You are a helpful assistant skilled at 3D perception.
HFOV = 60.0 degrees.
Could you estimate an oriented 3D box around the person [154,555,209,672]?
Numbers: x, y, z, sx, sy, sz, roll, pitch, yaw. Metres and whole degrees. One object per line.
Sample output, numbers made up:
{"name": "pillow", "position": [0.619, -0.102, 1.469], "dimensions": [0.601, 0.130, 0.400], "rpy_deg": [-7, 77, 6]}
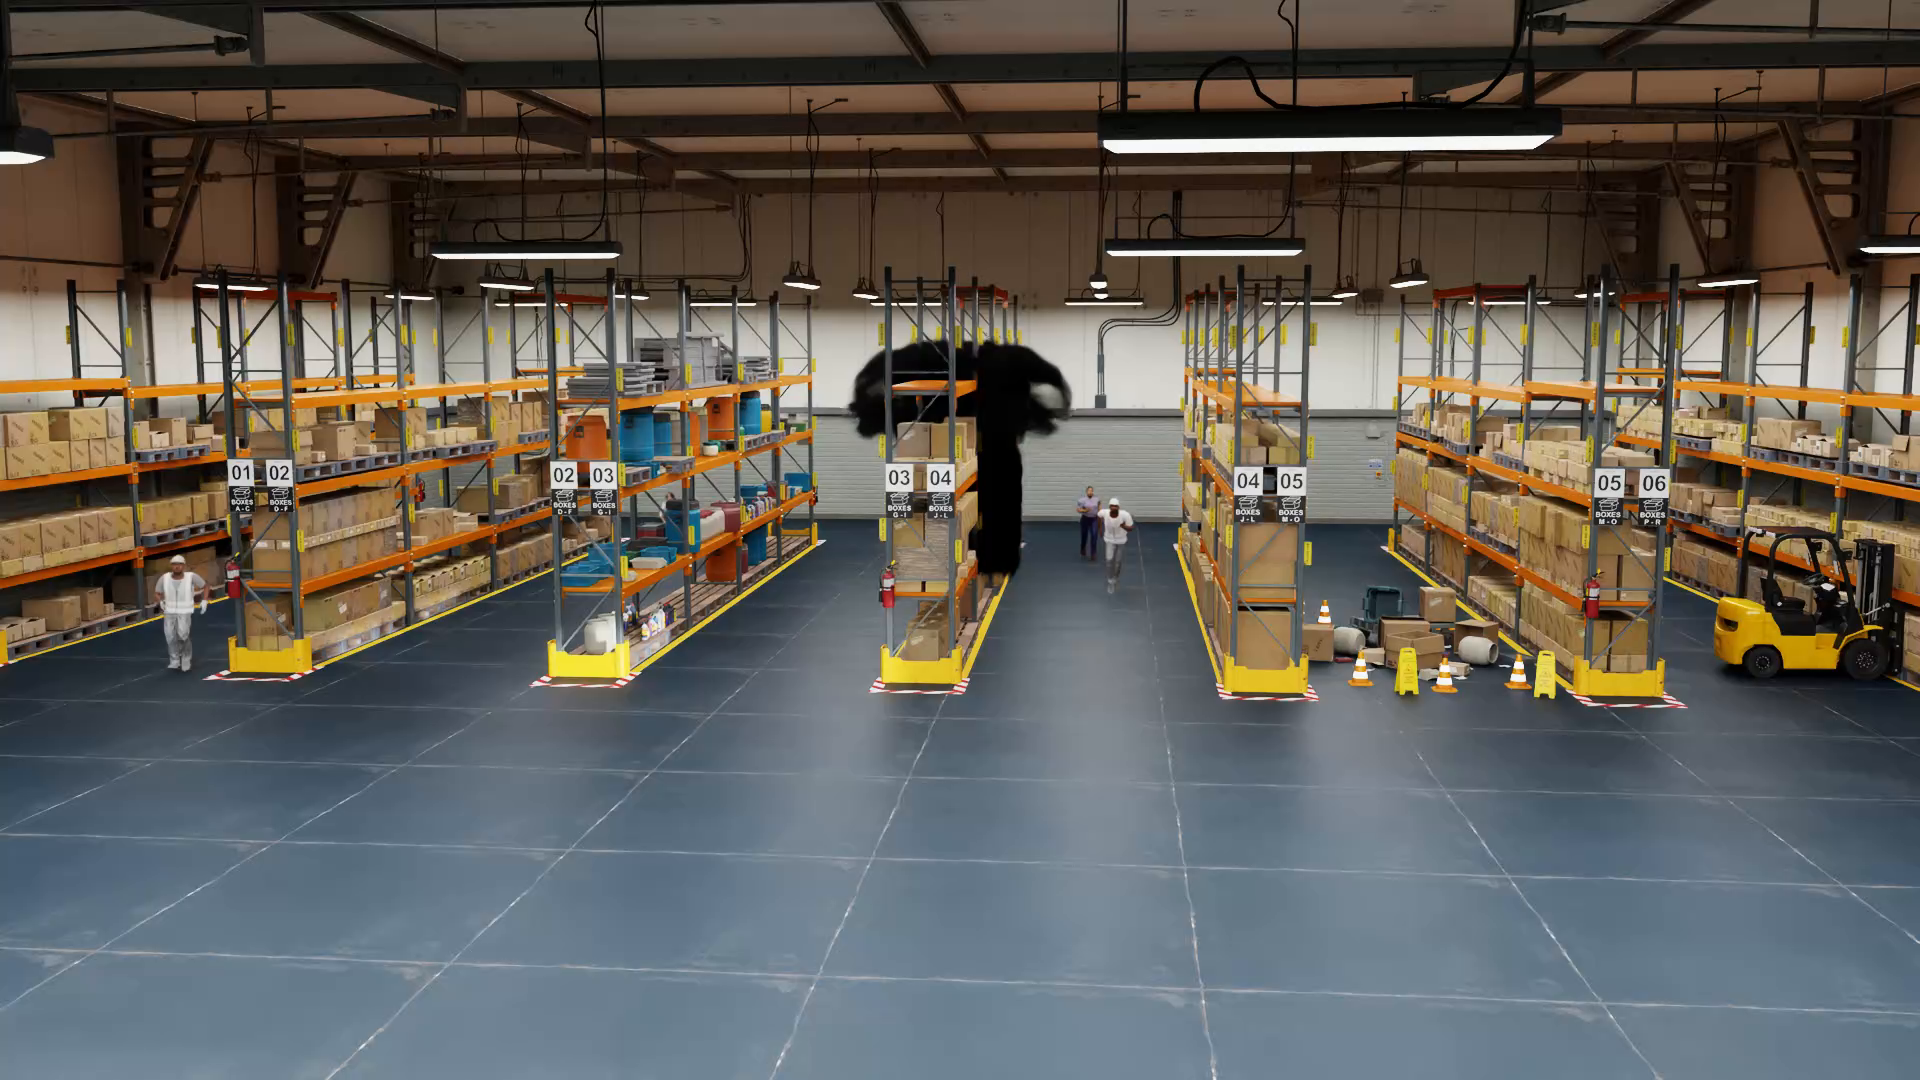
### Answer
{"name": "person", "position": [-11.696, 1.113, 24.951], "dimensions": [0.737, 1.784, 0.622], "rpy_deg": [-1, 7, -12]}

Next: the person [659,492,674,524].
{"name": "person", "position": [-6.488, -0.304, 37.263], "dimensions": [0.534, 1.561, 0.575], "rpy_deg": [0, 7, 0]}

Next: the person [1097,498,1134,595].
{"name": "person", "position": [2.909, 0.098, 31.234], "dimensions": [0.687, 1.824, 0.897], "rpy_deg": [1, 7, 5]}

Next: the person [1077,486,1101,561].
{"name": "person", "position": [2.916, -0.396, 37.589], "dimensions": [0.598, 1.647, 0.933], "rpy_deg": [-1, 7, -5]}
